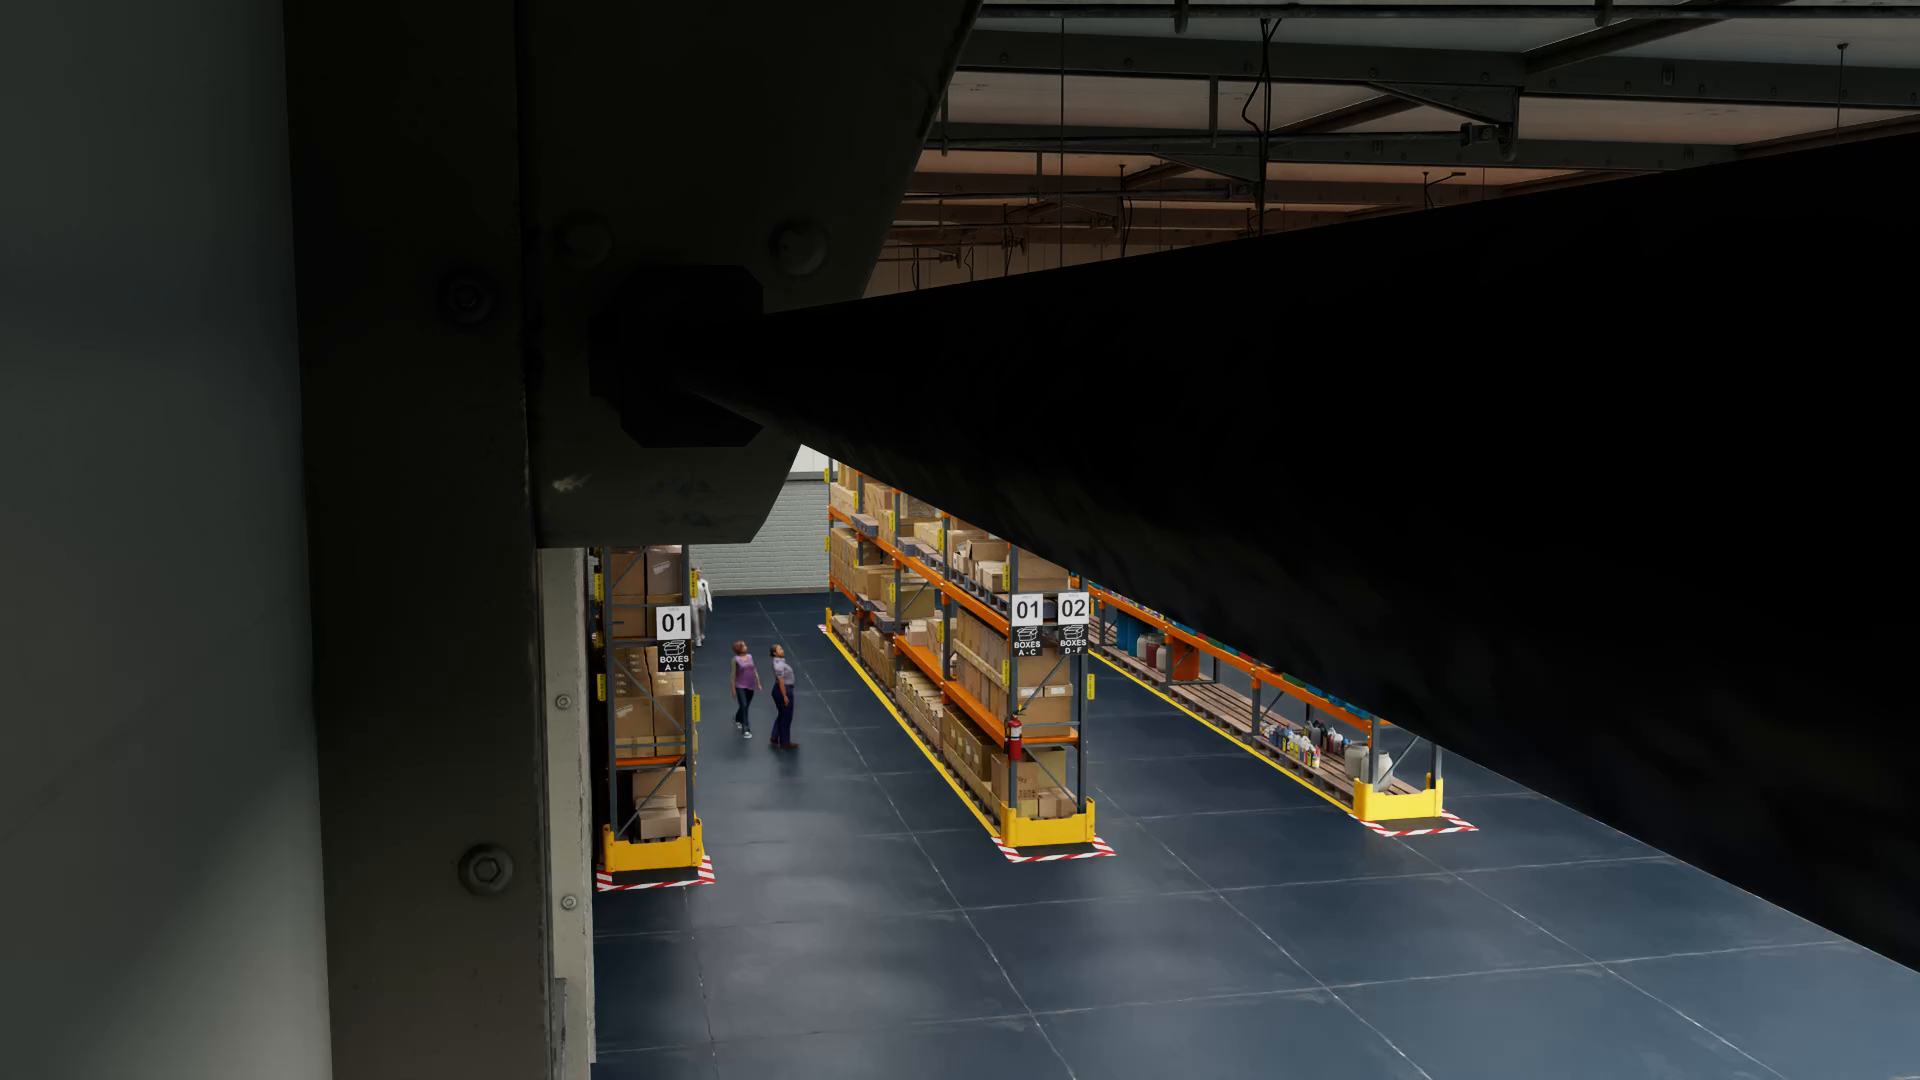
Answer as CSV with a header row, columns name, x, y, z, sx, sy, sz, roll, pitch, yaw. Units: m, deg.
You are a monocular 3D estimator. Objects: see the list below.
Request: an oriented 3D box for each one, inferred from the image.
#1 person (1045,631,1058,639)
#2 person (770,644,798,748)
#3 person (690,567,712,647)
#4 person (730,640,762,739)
name,x,y,z,sx,sy,sz,roll,pitch,yaw
person,1.822,1.526,33.130,0.640,1.691,1.103,1,7,6
person,-2.753,2.434,26.045,0.425,1.629,0.552,-3,7,-25
person,-5.518,1.345,35.009,0.548,1.600,0.886,-2,7,-17
person,-3.464,2.386,26.887,0.501,1.526,0.904,-4,8,-29
